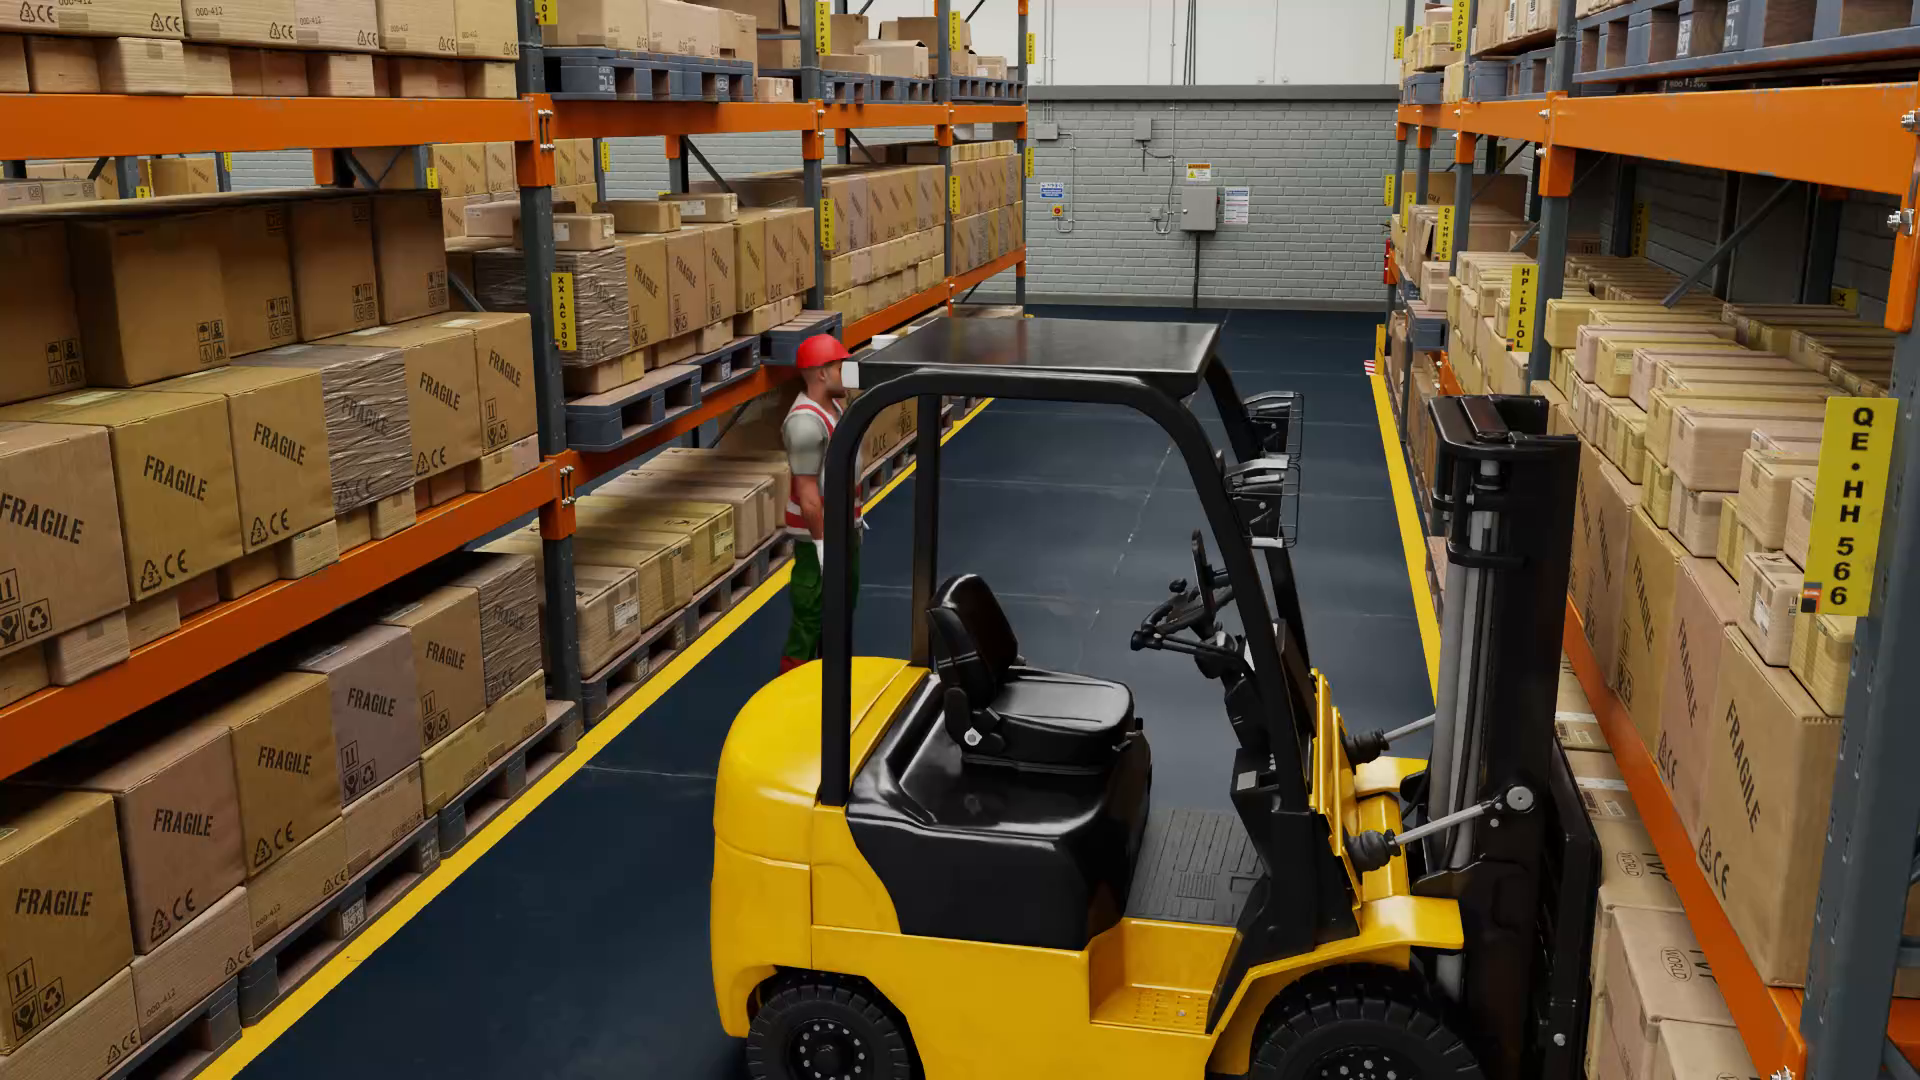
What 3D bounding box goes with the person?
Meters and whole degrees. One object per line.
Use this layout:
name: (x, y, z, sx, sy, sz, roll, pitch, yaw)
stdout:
person: (-0.592, -0.030, 7.455, 0.420, 1.788, 0.661, 3, 15, 12)
